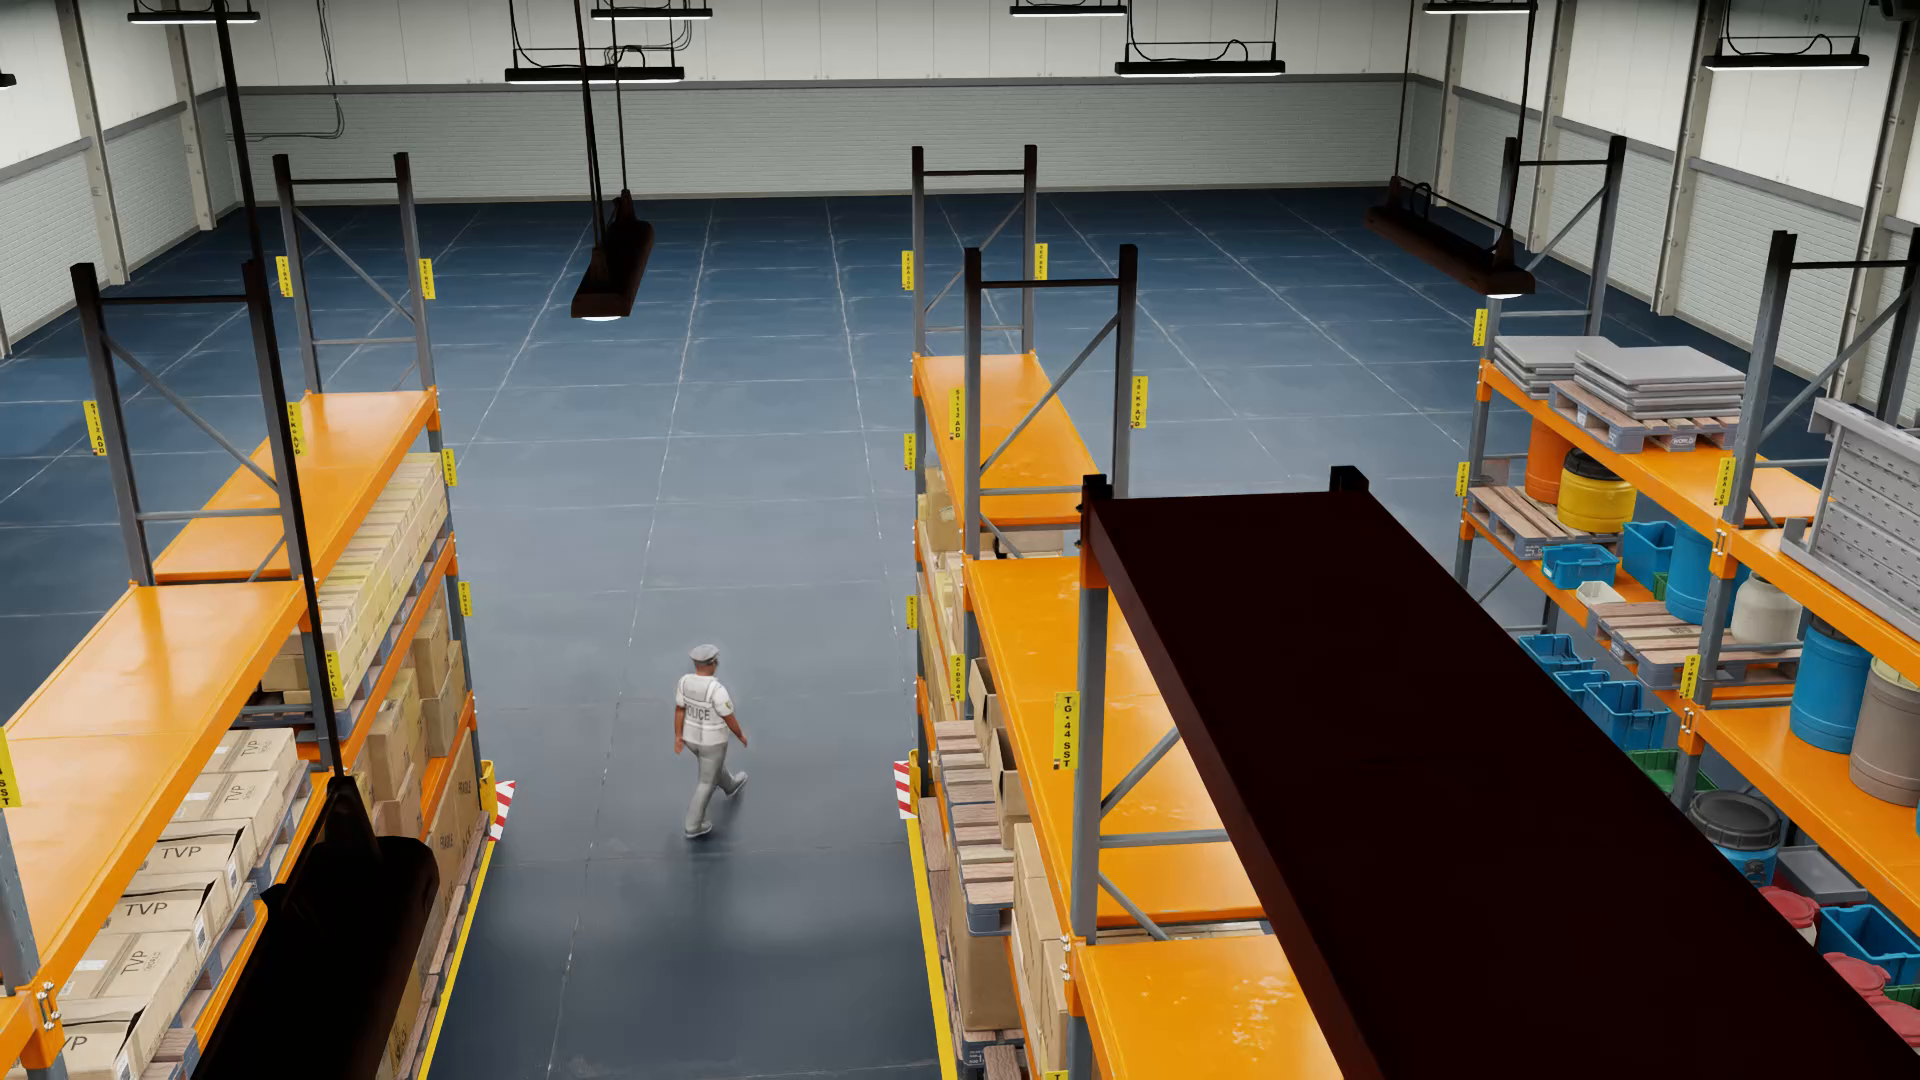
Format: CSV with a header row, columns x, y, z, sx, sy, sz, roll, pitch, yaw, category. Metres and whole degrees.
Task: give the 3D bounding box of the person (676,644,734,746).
x,y,z,sx,sy,sz,roll,pitch,yaw,category
-2.246,1.372,14.716,0.550,0.884,0.400,16,27,35,person
